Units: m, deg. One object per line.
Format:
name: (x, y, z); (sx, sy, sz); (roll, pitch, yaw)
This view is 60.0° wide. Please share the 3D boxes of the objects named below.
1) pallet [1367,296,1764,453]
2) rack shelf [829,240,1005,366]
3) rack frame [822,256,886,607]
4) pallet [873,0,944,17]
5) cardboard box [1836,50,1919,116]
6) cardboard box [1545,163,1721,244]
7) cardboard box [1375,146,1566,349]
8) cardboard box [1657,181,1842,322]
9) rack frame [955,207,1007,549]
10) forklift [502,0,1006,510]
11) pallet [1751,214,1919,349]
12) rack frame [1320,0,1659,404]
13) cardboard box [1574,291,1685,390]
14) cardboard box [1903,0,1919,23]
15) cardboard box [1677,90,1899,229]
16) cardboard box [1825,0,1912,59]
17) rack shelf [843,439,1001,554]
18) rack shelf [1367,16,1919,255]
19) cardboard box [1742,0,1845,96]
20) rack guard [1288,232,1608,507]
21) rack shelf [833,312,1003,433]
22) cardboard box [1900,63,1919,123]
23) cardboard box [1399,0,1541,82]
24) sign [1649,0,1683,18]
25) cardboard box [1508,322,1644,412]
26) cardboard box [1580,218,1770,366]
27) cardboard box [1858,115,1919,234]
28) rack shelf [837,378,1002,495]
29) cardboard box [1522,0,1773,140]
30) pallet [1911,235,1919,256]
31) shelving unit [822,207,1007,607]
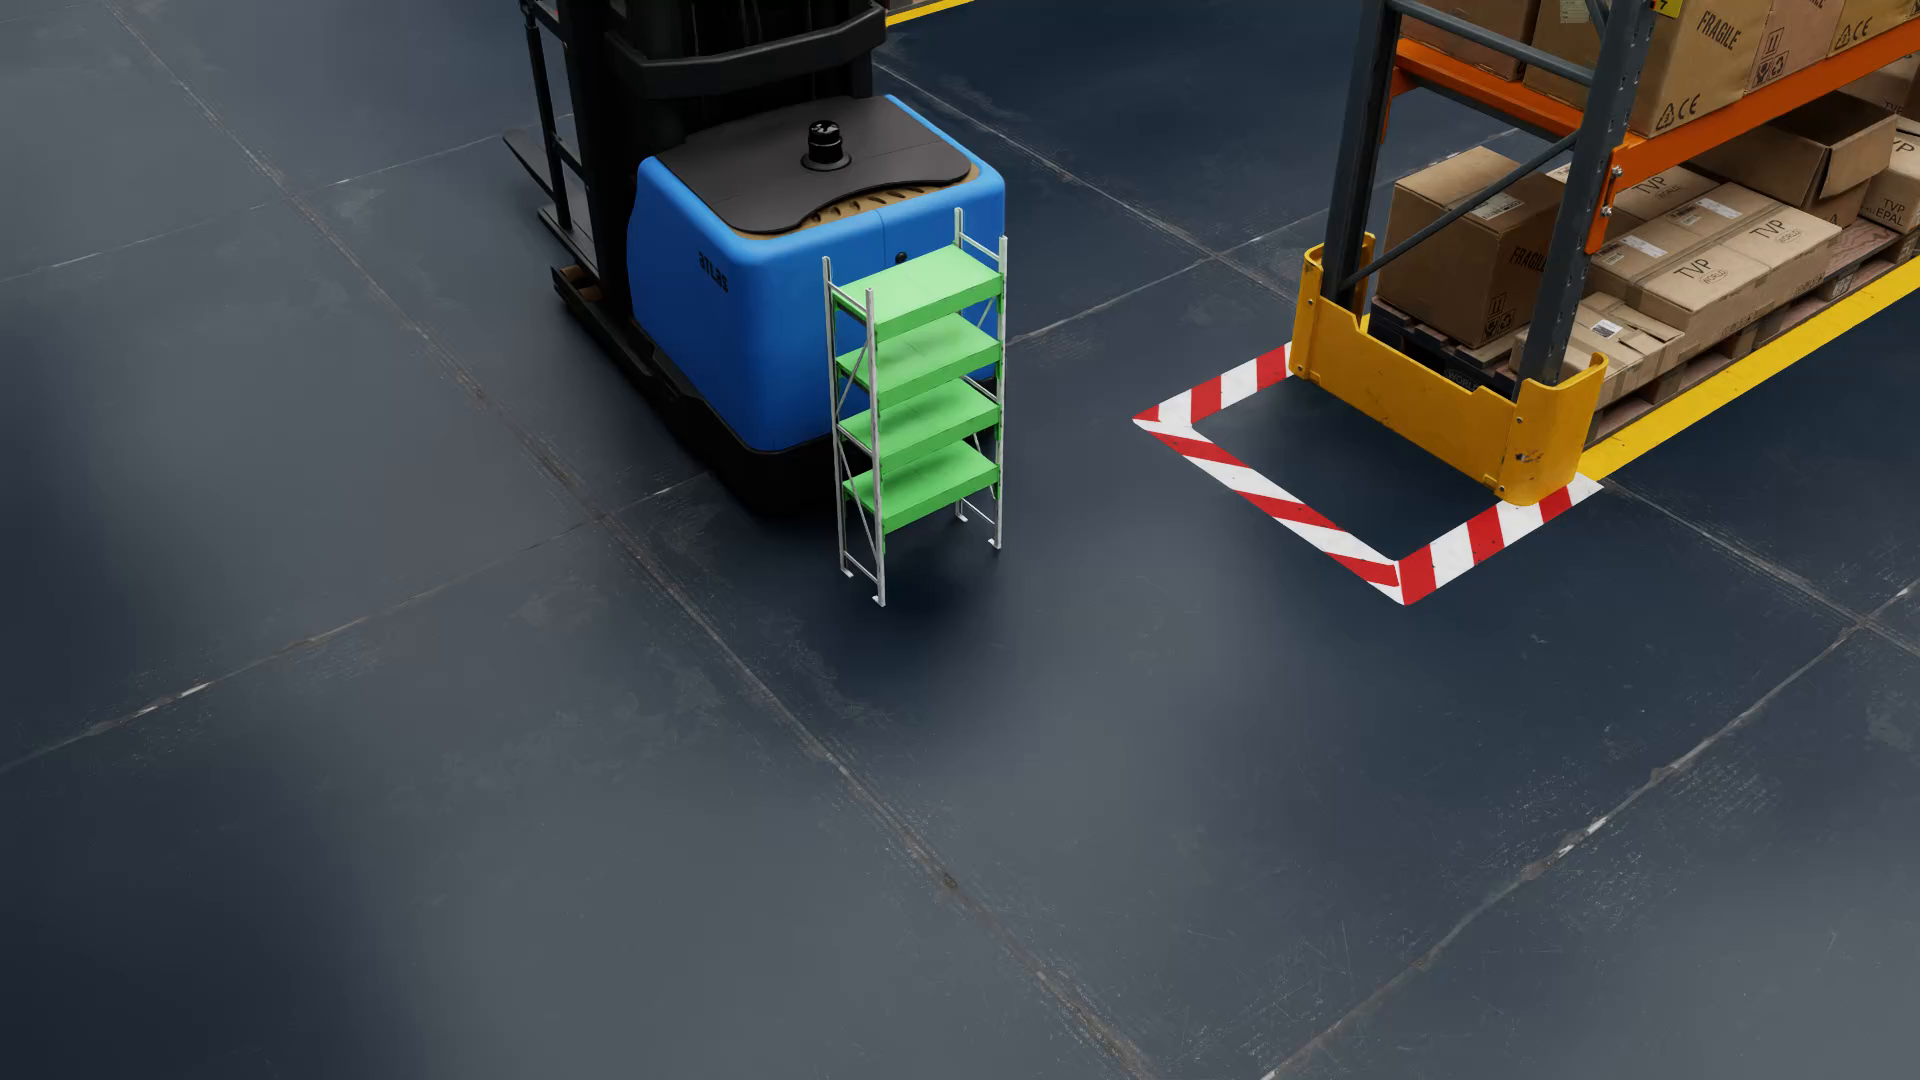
pallet: (2.397, -0.852, 6.623); (1.213, 0.211, 1.003); (-26, 46, -28)
rack shelf: (-0.131, -0.722, 5.028); (0.480, 0.148, 0.258); (-26, 46, -28)
rack frame: (-0.325, -0.306, 5.177); (0.015, 1.200, 0.240); (-26, 46, -28)
pallet: (-0.633, -3.306, 9.614); (1.213, 0.211, 1.003); (-26, 46, -28)
cardboard box: (4.412, -2.215, 7.859); (0.500, 0.311, 0.500); (-26, 46, -28)
cardboard box: (2.758, -1.386, 6.895); (0.500, 0.250, 0.500); (-26, 46, -28)
cardboard box: (1.986, -1.130, 6.387); (0.500, 0.500, 0.500); (-26, 46, -28)
cardboard box: (3.102, -1.153, 6.612); (0.500, 0.250, 0.500); (-26, 46, -28)
rack frame: (0.062, -0.494, 5.406); (0.015, 1.200, 0.240); (-26, 46, -28)
forklift: (-1.036, -2.147, 6.057); (1.130, 2.935, 3.031); (-22, 44, -24)
pallet: (3.364, -1.321, 7.194); (1.213, 0.211, 1.003); (-26, 46, -28)
rack frame: (1.705, -1.592, 5.326); (0.127, 3.000, 1.000); (-26, 46, -28)
cardboard box: (2.445, -0.753, 6.190); (0.250, 0.166, 0.380); (-26, 46, -28)
cardboard box: (3.421, -2.257, 6.057); (0.500, 0.500, 0.500); (-25, 46, -28)
cardboard box: (3.390, -1.615, 6.975); (0.637, 0.503, 0.797); (-26, 46, -28)
cardboard box: (3.023, -2.065, 5.823); (0.500, 0.500, 0.500); (-26, 46, -28)
rack shelf: (-0.131, -0.165, 5.484); (0.480, 0.148, 0.258); (-26, 46, -28)
rack shelf: (3.291, -2.087, 6.497); (4.000, 0.370, 1.077); (-26, 46, -28)
cardboard box: (2.624, -1.872, 5.588); (0.500, 0.500, 0.500); (-26, 46, -28)
rack guard: (1.766, -0.655, 6.155); (0.348, 0.500, 1.175); (-26, 46, -28)
rack shelf: (-0.131, -0.536, 5.180); (0.480, 0.148, 0.258); (-26, 46, -28)
cardboard box: (4.598, -1.979, 7.422); (0.500, 0.500, 0.500); (-26, 46, -28)
cardboard box: (1.895, -1.941, 5.672); (0.500, 0.500, 0.500); (-25, 45, -27)
sign: (2.036, -1.654, 4.719); (0.005, 0.325, 0.100); (-26, 46, -28)
cardboard box: (2.247, -0.649, 6.077); (0.250, 0.149, 0.380); (-26, 46, -28)
cardboard box: (2.706, -0.960, 6.377); (0.500, 0.250, 0.500); (-26, 46, -28)
cardboard box: (4.003, -1.616, 7.128); (0.500, 0.311, 0.500); (-26, 46, -28)
rack shelf: (-0.131, -0.351, 5.332); (0.480, 0.148, 0.258); (-26, 46, -28)
cardboard box: (2.218, -1.670, 5.342); (0.500, 0.500, 0.500); (-25, 46, -27)
pallet: (4.332, -1.795, 7.772); (1.213, 0.211, 1.003); (-26, 46, -28)
shelving unit: (-0.131, -0.400, 5.291); (0.503, 1.200, 0.258); (-26, 46, -28)
